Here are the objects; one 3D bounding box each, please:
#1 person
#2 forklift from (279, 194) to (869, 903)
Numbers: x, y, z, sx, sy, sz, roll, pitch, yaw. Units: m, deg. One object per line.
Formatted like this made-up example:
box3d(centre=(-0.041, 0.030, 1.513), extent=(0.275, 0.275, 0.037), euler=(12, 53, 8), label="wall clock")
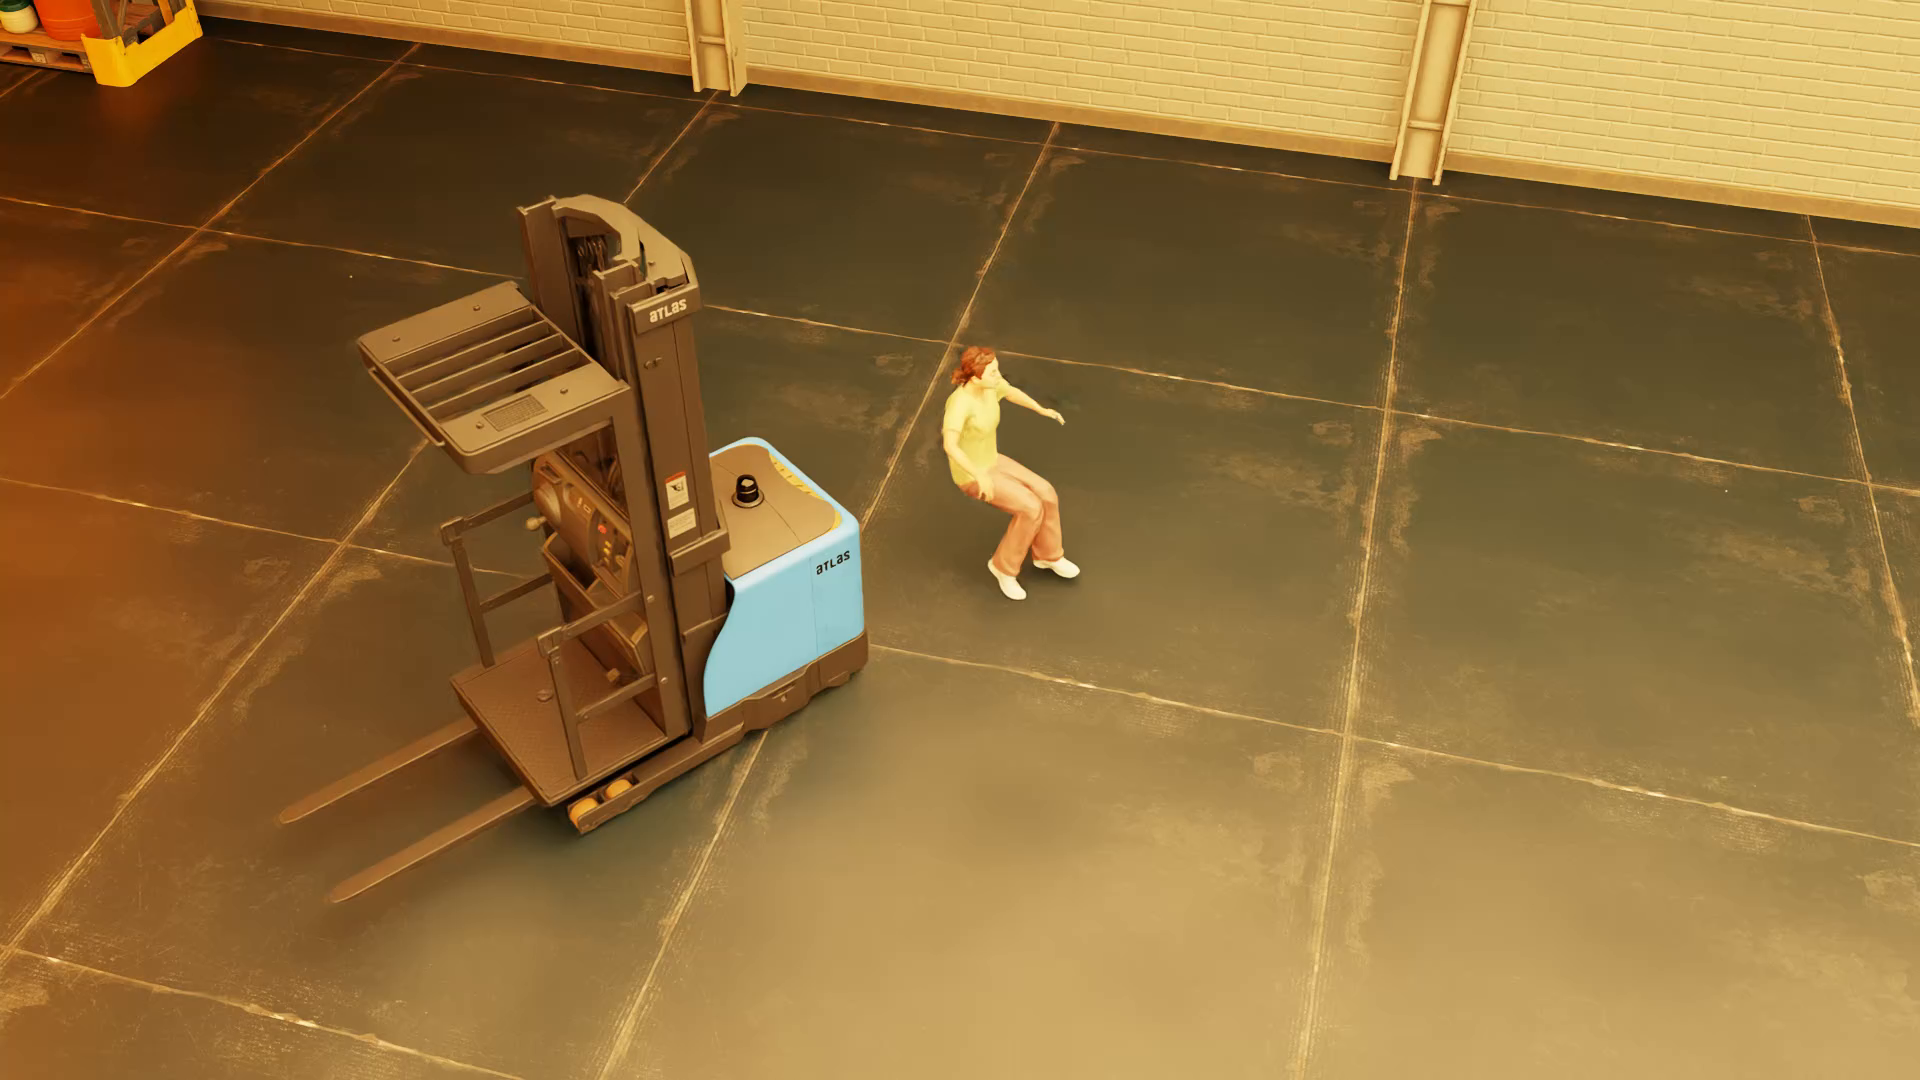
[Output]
box3d(centre=(0.316, -0.421, 9.432), extent=(0.836, 1.436, 0.800), euler=(11, 42, 12), label="person")
box3d(centre=(-1.972, -0.027, 7.893), extent=(3.031, 2.935, 1.130), euler=(-28, 48, -28), label="forklift")
